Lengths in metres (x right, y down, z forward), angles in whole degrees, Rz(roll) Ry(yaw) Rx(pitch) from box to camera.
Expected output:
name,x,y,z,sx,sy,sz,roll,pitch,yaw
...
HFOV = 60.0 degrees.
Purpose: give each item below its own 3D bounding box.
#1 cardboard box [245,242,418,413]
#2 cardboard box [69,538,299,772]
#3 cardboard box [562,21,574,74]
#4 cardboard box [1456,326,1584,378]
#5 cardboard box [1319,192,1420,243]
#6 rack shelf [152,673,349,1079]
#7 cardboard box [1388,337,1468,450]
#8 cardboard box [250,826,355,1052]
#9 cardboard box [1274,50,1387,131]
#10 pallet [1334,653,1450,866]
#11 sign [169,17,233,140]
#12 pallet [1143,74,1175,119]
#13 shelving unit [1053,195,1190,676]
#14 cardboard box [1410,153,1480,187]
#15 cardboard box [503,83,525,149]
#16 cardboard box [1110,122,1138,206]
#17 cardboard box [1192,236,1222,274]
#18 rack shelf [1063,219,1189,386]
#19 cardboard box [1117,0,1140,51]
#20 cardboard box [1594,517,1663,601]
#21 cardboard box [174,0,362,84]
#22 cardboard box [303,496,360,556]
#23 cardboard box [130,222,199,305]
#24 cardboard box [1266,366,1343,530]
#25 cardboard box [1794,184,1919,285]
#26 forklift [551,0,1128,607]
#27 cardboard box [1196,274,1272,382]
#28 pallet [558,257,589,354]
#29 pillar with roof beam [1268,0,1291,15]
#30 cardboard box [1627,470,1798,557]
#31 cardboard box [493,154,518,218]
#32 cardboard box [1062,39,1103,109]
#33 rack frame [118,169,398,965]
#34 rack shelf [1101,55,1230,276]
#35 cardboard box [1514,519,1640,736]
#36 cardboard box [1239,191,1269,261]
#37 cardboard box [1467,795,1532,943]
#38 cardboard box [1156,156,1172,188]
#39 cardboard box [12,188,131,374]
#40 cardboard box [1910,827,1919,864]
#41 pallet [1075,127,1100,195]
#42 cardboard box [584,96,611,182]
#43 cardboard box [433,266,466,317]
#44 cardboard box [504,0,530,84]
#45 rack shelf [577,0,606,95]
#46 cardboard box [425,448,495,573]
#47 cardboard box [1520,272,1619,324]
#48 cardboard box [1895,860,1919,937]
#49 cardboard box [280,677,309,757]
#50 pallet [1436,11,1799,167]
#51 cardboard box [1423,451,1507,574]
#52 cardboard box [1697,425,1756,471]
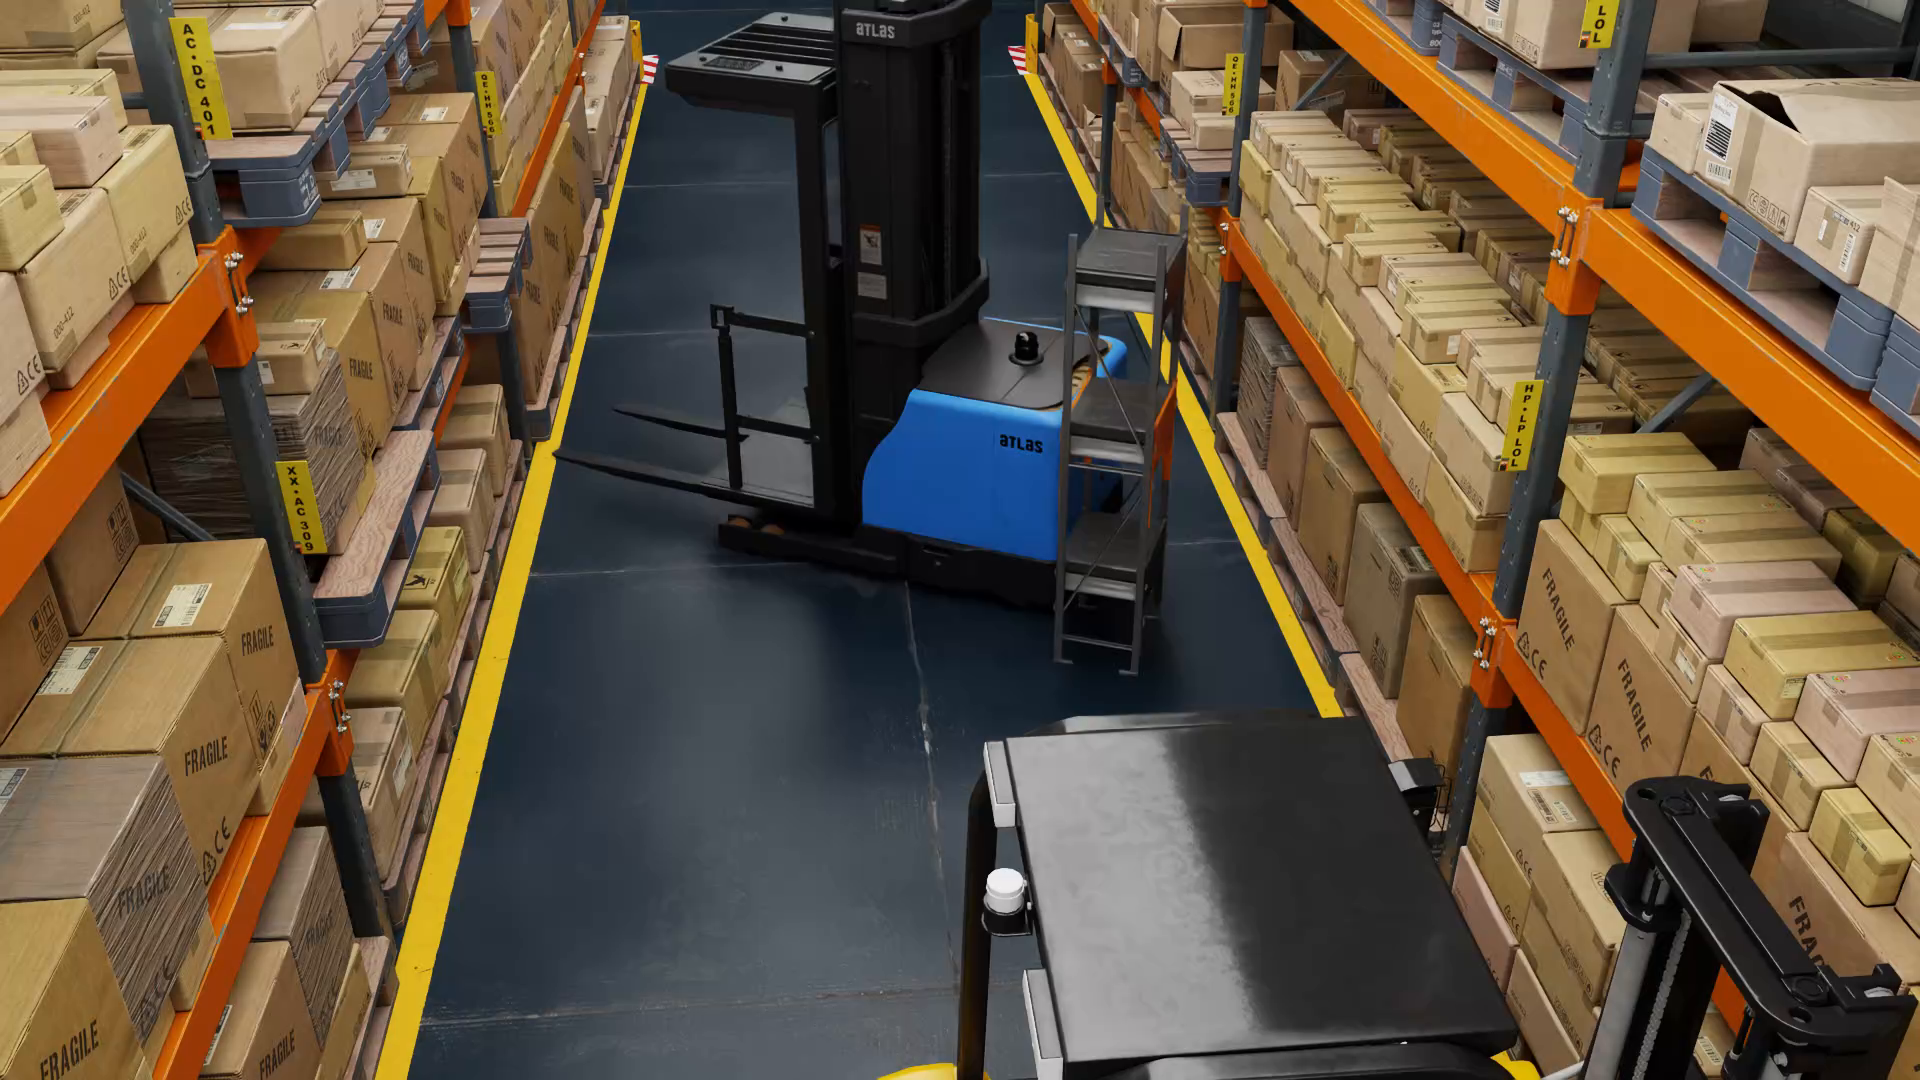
name,x,y,z,sx,sy,sz,roll,pitch,yaw
cardboard box,-2.419,-0.810,6.383,0.500,0.500,0.500,-3,31,-5
cardboard box,-2.291,0.347,4.856,0.500,0.500,0.500,-4,31,-6
cardboard box,-3.035,-3.500,11.831,0.500,0.250,0.500,-3,31,-6
cardboard box,2.096,-0.680,6.234,0.380,0.149,0.250,-3,31,-5
cardboard box,1.855,-1.465,7.548,0.380,0.149,0.250,-2,31,-4
rack shelf,-2.393,1.633,3.793,1.077,0.370,4.000,-3,31,-5
cardboard box,2.006,-0.588,6.468,0.500,0.250,0.500,-4,31,-6
cardboard box,-2.258,1.270,5.239,0.500,0.500,0.500,-3,31,-5
cardboard box,2.095,-2.472,9.457,0.500,0.500,0.500,-1,31,-2
pallet,2.254,0.886,7.061,1.003,0.211,1.213,-3,31,-5
sign,-2.041,-1.237,4.466,0.100,0.325,0.005,-3,31,-5
pallet,1.801,-2.889,10.849,1.003,0.211,1.213,-3,31,-5
shelving unit,0.705,-0.424,7.413,0.431,2.100,0.503,9,32,15
cardboard box,2.411,-1.759,8.039,0.380,0.149,0.250,-3,31,-6
cardboard box,-2.803,-2.424,9.542,0.500,0.250,0.500,-2,31,-3
cardboard box,1.435,-2.871,12.659,0.500,0.500,0.500,-1,31,-2
cardboard box,1.633,-1.742,10.138,0.380,0.149,0.250,-4,31,-7
rack shelf,0.705,-1.014,7.061,0.431,0.518,0.480,9,32,15
cardboard box,1.485,-3.722,11.550,0.700,0.500,0.500,-2,31,-4
cardboard box,2.155,0.049,5.012,0.380,0.149,0.250,-2,31,-3
cardboard box,-2.284,-1.677,5.444,0.500,0.250,0.500,-3,31,-5
cardboard box,-2.317,-0.067,5.772,0.380,0.149,0.250,-2,31,-4
cardboard box,-2.247,-0.730,4.367,0.380,0.149,0.250,-3,31,-4
cardboard box,2.101,-0.487,8.547,0.875,0.625,0.625,-2,31,-3
cardboard box,2.173,-0.704,3.816,0.380,0.149,0.250,-2,31,-3
forklift,-0.713,-1.405,8.245,3.031,2.935,1.130,12,33,19
cardboard box,1.734,-1.292,10.015,0.500,0.500,0.500,-2,31,-3
pallet,-3.063,-1.570,11.172,1.003,0.211,1.213,-3,31,-5
pillar with roof beam,-1.840,-6.789,11.341,9.100,9.000,0.400,-3,31,-5
cardboard box,2.228,-0.080,4.939,0.380,0.149,0.250,-2,31,-4
cardboard box,-2.749,-1.937,9.214,0.500,0.250,0.500,-3,31,-5
cardboard box,1.194,-4.141,14.785,0.500,0.500,0.500,-2,31,-4
rack frame,-2.580,0.303,5.318,1.000,3.000,0.127,-3,31,-5
rack shelf,1.801,-2.691,11.032,1.077,0.370,4.000,-3,31,-5
cardboard box,2.143,0.259,5.293,0.500,0.500,0.500,-4,31,-6
cardboard box,1.786,-1.676,8.778,0.500,0.250,0.500,-3,31,-4
cardboard box,2.099,1.111,5.750,0.500,0.250,0.500,-3,31,-5
cardboard box,1.567,-2.547,11.485,0.380,0.149,0.250,-2,31,-3
cardboard box,-2.223,-0.578,3.723,0.500,0.250,0.500,-3,31,-5
cardboard box,2.343,0.701,3.632,0.380,0.149,0.250,-2,31,-4
pallet,1.551,-3.175,13.859,1.003,0.211,1.213,-3,31,-5
cardboard box,-3.280,-3.187,13.250,0.875,0.438,0.875,-3,31,-5
cardboard box,-2.469,-1.127,7.547,0.380,0.149,0.250,-2,31,-4
cardboard box,-2.846,-2.993,9.762,0.500,0.500,0.500,-2,31,-3
rack shelf,-3.515,-4.494,14.050,1.077,0.370,4.000,-3,31,-5
cardboard box,-2.834,-0.126,8.189,0.950,0.372,0.625,-3,31,-6
cardboard box,2.504,-0.973,6.723,0.380,0.149,0.250,-3,31,-5
cardboard box,2.346,0.835,3.697,0.380,0.149,0.250,-3,31,-5
cardboard box,-2.247,0.560,5.132,0.380,0.149,0.250,-3,31,-5
pallet,2.266,-1.592,5.752,0.805,0.209,1.217,-4,31,-7
cardboard box,2.054,-0.117,6.167,0.500,0.250,0.500,-2,31,-3
cardboard box,2.569,-0.358,6.083,0.500,0.250,0.500,-3,31,-5
